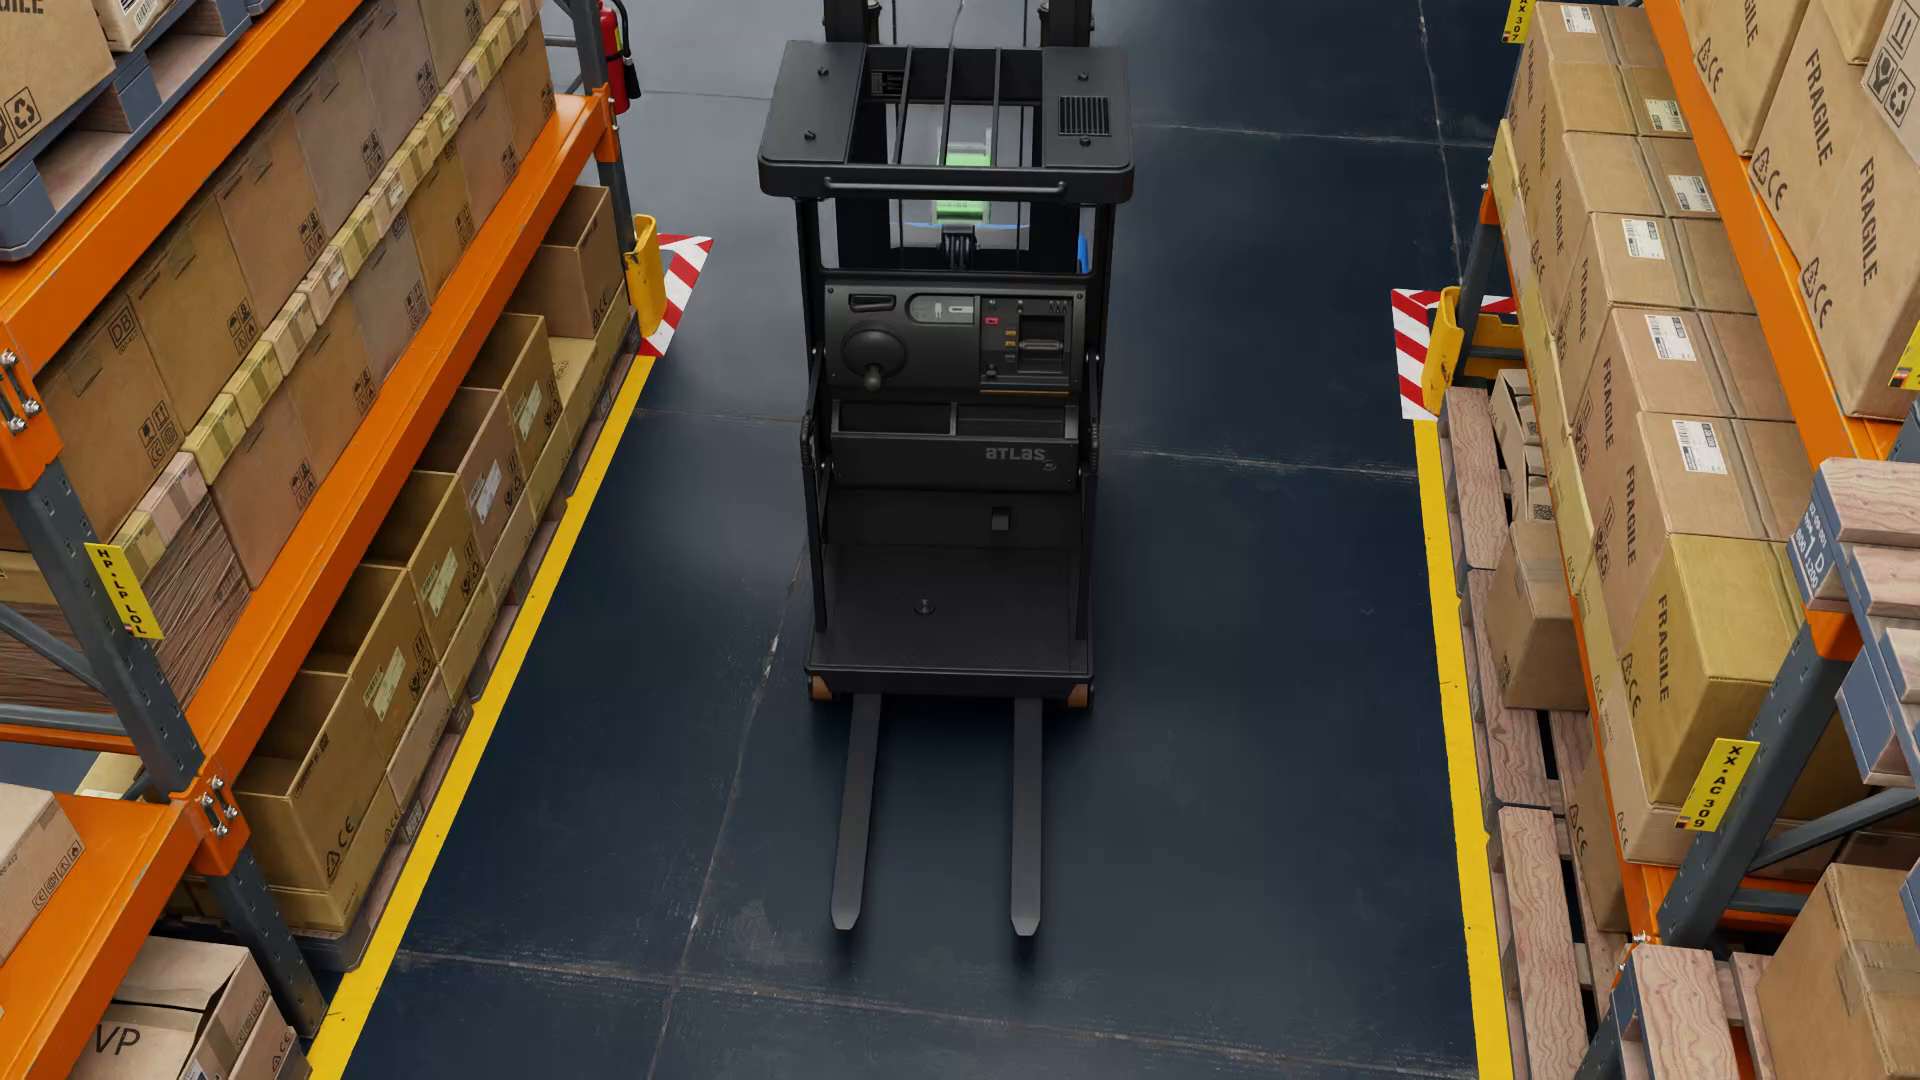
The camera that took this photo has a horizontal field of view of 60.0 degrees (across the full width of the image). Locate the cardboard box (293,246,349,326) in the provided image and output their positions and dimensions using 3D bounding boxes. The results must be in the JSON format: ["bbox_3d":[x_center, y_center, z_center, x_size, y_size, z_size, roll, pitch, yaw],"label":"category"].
[{"bbox_3d":[-2.230,-0.837,5.407,0.380,0.149,0.250,4,44,4],"label":"cardboard box"}]

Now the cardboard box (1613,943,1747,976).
[{"bbox_3d":[2.328,1.429,5.300,0.380,0.166,0.250,0,43,0],"label":"cardboard box"}]

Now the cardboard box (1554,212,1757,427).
[{"bbox_3d":[2.248,-0.686,5.342,0.500,0.500,0.500,6,44,7],"label":"cardboard box"}]

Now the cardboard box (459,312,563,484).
[{"bbox_3d":[-1.989,-0.598,6.849,0.500,0.500,0.500,5,44,6],"label":"cardboard box"}]

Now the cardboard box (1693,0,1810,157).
[{"bbox_3d":[2.224,-1.297,4.169,0.500,0.500,0.500,4,44,4],"label":"cardboard box"}]

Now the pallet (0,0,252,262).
[{"bbox_3d":[-2.537,-1.161,4.178,1.003,0.211,1.213,5,44,6],"label":"pallet"}]

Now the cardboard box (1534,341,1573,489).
[{"bbox_3d":[2.239,-0.402,5.587,0.500,0.250,0.500,6,44,6],"label":"cardboard box"}]

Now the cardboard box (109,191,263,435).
[{"bbox_3d":[-2.506,-0.676,4.765,0.700,0.500,0.500,5,44,5],"label":"cardboard box"}]

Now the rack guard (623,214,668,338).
[{"bbox_3d":[-2.092,-1.355,8.318,1.175,0.500,0.348,5,44,6],"label":"rack guard"}]

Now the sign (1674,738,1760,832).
[{"bbox_3d":[1.748,0.569,3.838,0.100,0.325,0.005,5,44,6],"label":"sign"}]

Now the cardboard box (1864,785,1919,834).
[{"bbox_3d":[2.556,0.401,4.194,0.500,0.500,0.500,4,44,5],"label":"cardboard box"}]

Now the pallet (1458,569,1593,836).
[{"bbox_3d":[2.499,0.645,6.415,1.003,0.211,1.213,5,44,6],"label":"pallet"}]

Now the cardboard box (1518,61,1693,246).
[{"bbox_3d":[2.379,-1.390,6.086,0.500,0.500,0.500,5,44,6],"label":"cardboard box"}]

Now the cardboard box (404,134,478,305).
[{"bbox_3d":[-2.306,-1.270,6.337,0.700,0.500,0.500,6,44,6],"label":"cardboard box"}]

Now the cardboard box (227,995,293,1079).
[{"bbox_3d":[-2.391,1.634,5.037,0.500,0.250,0.500,5,44,5],"label":"cardboard box"}]

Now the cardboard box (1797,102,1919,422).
[{"bbox_3d":[2.109,-0.574,3.406,0.500,0.500,0.500,6,44,7],"label":"cardboard box"}]

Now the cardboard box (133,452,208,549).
[{"bbox_3d":[-2.363,-0.129,4.660,0.380,0.149,0.250,6,44,6],"label":"cardboard box"}]

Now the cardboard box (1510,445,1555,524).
[{"bbox_3d":[2.559,-0.131,6.842,0.500,0.311,0.500,9,44,9],"label":"cardboard box"}]

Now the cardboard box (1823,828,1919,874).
[{"bbox_3d":[2.561,0.673,4.452,0.500,0.250,0.500,6,44,6],"label":"cardboard box"}]

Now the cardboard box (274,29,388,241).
[{"bbox_3d":[-2.373,-1.357,5.485,0.700,0.500,0.500,5,44,6],"label":"cardboard box"}]

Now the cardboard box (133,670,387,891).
[{"bbox_3d":[-2.252,0.765,5.409,0.500,0.500,0.500,5,44,6],"label":"cardboard box"}]

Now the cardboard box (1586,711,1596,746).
[{"bbox_3d":[2.518,0.714,6.067,0.380,0.149,0.250,2,43,2],"label":"cardboard box"}]

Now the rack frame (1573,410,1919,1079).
[{"bbox_3d":[2.287,0.927,4.089,1.000,3.000,0.127,5,44,6],"label":"rack frame"}]

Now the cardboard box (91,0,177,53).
[{"bbox_3d":[-2.225,-1.468,4.095,0.500,0.311,0.500,3,44,3],"label":"cardboard box"}]

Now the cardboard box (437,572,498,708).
[{"bbox_3d":[-2.120,0.356,6.387,0.500,0.250,0.500,5,44,6],"label":"cardboard box"}]

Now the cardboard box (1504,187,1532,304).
[{"bbox_3d":[2.382,-1.093,6.317,0.500,0.250,0.500,4,44,4],"label":"cardboard box"}]

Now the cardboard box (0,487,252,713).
[{"bbox_3d":[-2.572,0.140,4.848,0.700,0.500,0.500,4,44,4],"label":"cardboard box"}]

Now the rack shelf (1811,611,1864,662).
[{"bbox_3d":[2.022,1.462,1.866,1.077,0.370,4.000,5,44,6],"label":"rack shelf"}]

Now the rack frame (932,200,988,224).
[{"bbox_3d":[-0.001,-1.064,7.501,0.240,1.200,0.015,2,43,2],"label":"rack frame"}]

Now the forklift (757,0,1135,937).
[{"bbox_3d":[-0.025,-0.634,5.788,1.130,2.935,3.031,2,43,2],"label":"forklift"}]

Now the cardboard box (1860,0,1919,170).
[{"bbox_3d":[2.084,-0.935,3.060,0.500,0.500,0.500,2,43,2],"label":"cardboard box"}]

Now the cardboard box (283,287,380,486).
[{"bbox_3d":[-2.438,-0.562,5.589,0.700,0.500,0.500,6,44,6],"label":"cardboard box"}]

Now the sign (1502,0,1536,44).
[{"bbox_3d":[2.278,-2.163,6.723,0.100,0.325,0.005,5,44,6],"label":"sign"}]

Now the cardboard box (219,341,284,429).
[{"bbox_3d":[-2.298,-0.484,5.035,0.380,0.149,0.250,5,44,5],"label":"cardboard box"}]

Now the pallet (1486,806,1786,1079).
[{"bbox_3d":[2.340,1.479,5.535,1.003,0.211,1.213,5,44,6],"label":"pallet"}]

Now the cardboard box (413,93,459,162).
[{"bbox_3d":[-2.093,-1.538,6.148,0.380,0.149,0.250,6,44,7],"label":"cardboard box"}]

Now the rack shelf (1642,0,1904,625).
[{"bbox_3d":[2.551,-1.264,4.745,1.077,0.370,4.000,5,44,6],"label":"rack shelf"}]

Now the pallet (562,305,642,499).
[{"bbox_3d":[-2.155,-0.709,7.845,1.003,0.211,1.213,5,44,6],"label":"pallet"}]

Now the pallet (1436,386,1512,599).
[{"bbox_3d":[2.663,-0.184,7.291,1.003,0.211,1.213,5,44,6],"label":"pallet"}]

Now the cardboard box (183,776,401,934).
[{"bbox_3d":[-2.262,1.037,5.668,0.500,0.250,0.500,5,44,6],"label":"cardboard box"}]

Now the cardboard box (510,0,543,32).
[{"bbox_3d":[-1.957,-2.241,6.890,0.380,0.149,0.250,5,44,5],"label":"cardboard box"}]

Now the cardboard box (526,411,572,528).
[{"bbox_3d":[-1.992,-0.326,7.107,0.500,0.250,0.500,5,44,6],"label":"cardboard box"}]

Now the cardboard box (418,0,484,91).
[{"bbox_3d":[-2.241,-2.042,6.209,0.700,0.500,0.500,4,44,4],"label":"cardboard box"}]

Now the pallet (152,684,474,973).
[{"bbox_3d":[-2.477,0.954,6.089,1.003,0.211,1.213,5,44,6],"label":"pallet"}]

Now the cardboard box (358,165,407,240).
[{"bbox_3d":[-2.160,-1.184,5.774,0.380,0.149,0.250,5,44,5],"label":"cardboard box"}]

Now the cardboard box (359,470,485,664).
[{"bbox_3d":[-2.120,0.084,6.129,0.500,0.500,0.500,5,44,6],"label":"cardboard box"}]

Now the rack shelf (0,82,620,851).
[{"bbox_3d":[-2.360,-0.622,6.249,1.077,0.370,4.000,5,44,6],"label":"rack shelf"}]

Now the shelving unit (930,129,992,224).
[{"bbox_3d":[0.009,-1.232,7.678,0.258,1.200,0.503,2,43,2],"label":"shelving unit"}]

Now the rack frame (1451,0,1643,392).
[{"bbox_3d":[2.816,-1.799,6.968,1.000,3.000,0.127,5,44,6],"label":"rack frame"}]

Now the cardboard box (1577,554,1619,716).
[{"bbox_3d":[2.123,0.285,4.862,0.500,0.250,0.500,5,44,6],"label":"cardboard box"}]

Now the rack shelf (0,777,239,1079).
[{"bbox_3d":[-2.888,2.104,3.370,1.077,0.370,4.000,5,44,6],"label":"rack shelf"}]

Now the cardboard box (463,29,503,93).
[{"bbox_3d":[-2.024,-1.888,6.518,0.380,0.149,0.250,5,44,5],"label":"cardboard box"}]

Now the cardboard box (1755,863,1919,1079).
[{"bbox_3d":[2.186,1.075,3.541,0.700,0.500,0.500,5,44,6],"label":"cardboard box"}]

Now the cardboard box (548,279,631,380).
[{"bbox_3d":[-1.873,-1.008,7.828,0.500,0.250,0.500,5,44,6],"label":"cardboard box"}]

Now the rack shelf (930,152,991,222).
[{"bbox_3d":[0.009,-1.534,7.392,0.258,0.148,0.480,2,43,2],"label":"rack shelf"}]

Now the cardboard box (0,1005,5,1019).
[{"bbox_3d":[-2.558,1.144,3.958,0.396,0.266,0.258,4,44,4],"label":"cardboard box"}]

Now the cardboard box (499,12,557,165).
[{"bbox_3d":[-2.170,-1.966,7.072,0.700,0.500,0.500,5,44,6],"label":"cardboard box"}]

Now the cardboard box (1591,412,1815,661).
[{"bbox_3d":[2.103,0.011,4.606,0.500,0.500,0.500,5,44,5],"label":"cardboard box"}]
